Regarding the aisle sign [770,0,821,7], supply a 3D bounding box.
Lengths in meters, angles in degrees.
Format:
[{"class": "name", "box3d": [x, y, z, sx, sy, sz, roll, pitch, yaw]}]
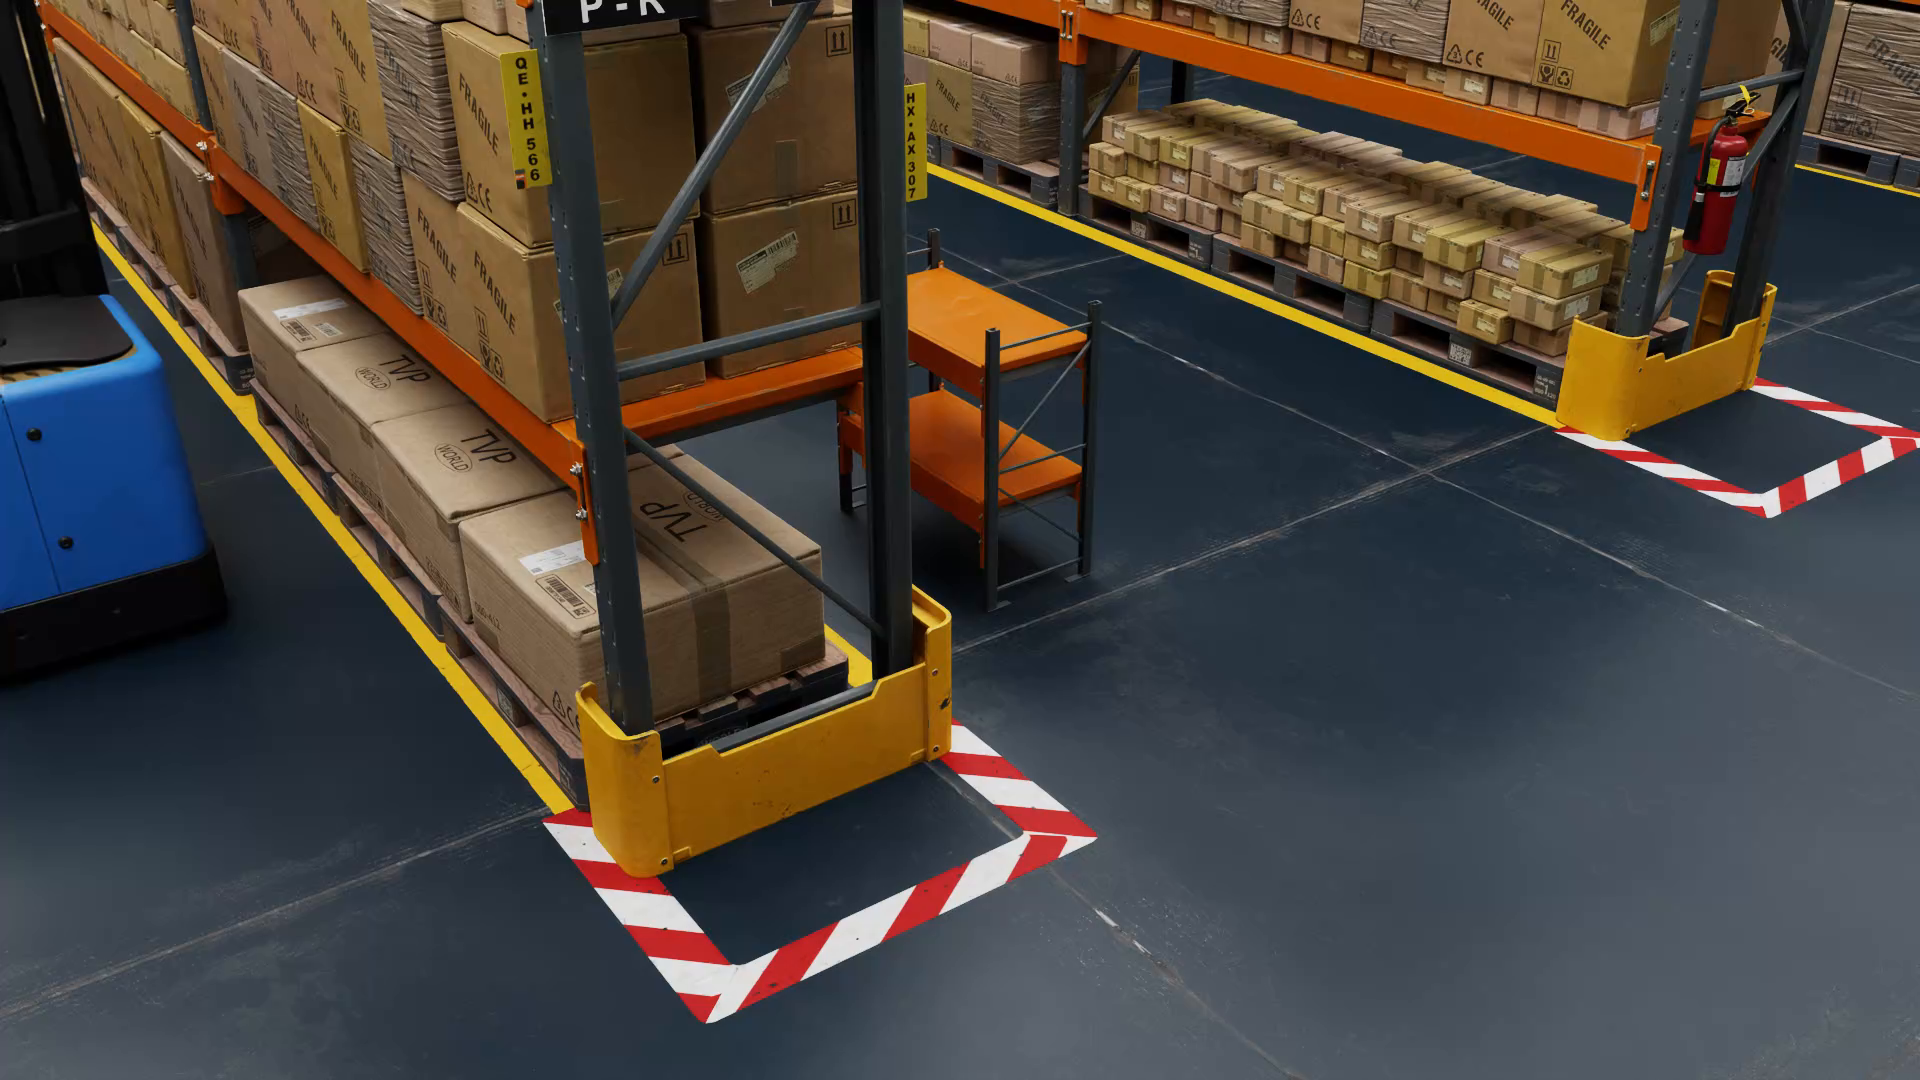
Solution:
[{"class": "aisle sign", "box3d": [-0.313, -1.738, 4.084, 0.394, 0.787, 0.004, -19, 34, -31]}]

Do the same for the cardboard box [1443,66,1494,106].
[{"class": "cardboard box", "box3d": [2.525, -2.184, 7.892, 0.380, 0.149, 0.250, -18, 33, -29]}]

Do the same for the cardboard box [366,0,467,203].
[{"class": "cardboard box", "box3d": [-1.392, -1.343, 4.928, 0.500, 0.500, 0.500, -19, 34, -30]}]

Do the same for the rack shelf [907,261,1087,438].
[{"class": "rack shelf", "box3d": [0.004, -0.749, 6.337, 0.538, 0.278, 1.000, -19, 34, -31]}]

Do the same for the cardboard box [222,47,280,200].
[{"class": "cardboard box", "box3d": [-2.564, -1.691, 6.615, 0.500, 0.500, 0.500, -19, 34, -30]}]

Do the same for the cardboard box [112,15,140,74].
[{"class": "cardboard box", "box3d": [-3.949, -2.537, 8.435, 0.500, 0.250, 0.500, -20, 34, -32]}]

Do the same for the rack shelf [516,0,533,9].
[{"class": "rack shelf", "box3d": [-1.751, -2.323, 5.495, 1.077, 0.370, 4.000, -19, 34, -31]}]

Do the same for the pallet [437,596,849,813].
[{"class": "pallet", "box3d": [-1.119, 0.393, 5.806, 1.003, 0.211, 1.213, -19, 34, -31]}]

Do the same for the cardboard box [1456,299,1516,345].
[{"class": "cardboard box", "box3d": [2.675, -1.104, 8.186, 0.380, 0.149, 0.250, -18, 33, -29]}]

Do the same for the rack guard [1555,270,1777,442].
[{"class": "rack guard", "box3d": [3.338, -0.884, 7.854, 1.175, 0.500, 0.348, -19, 34, -31]}]

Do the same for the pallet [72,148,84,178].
[{"class": "pallet", "box3d": [-5.684, -2.732, 11.560, 1.003, 0.211, 1.213, -19, 34, -31]}]

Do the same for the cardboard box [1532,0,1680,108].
[{"class": "cardboard box", "box3d": [2.912, -2.231, 7.299, 0.500, 0.500, 0.500, -18, 33, -30]}]

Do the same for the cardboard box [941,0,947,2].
[{"class": "cardboard box", "box3d": [-0.064, -3.890, 12.163, 0.500, 0.250, 0.500, -18, 33, -30]}]

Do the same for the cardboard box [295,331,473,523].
[{"class": "cardboard box", "box3d": [-2.115, -0.535, 6.838, 0.875, 0.438, 0.875, -20, 34, -32]}]

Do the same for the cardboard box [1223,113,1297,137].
[{"class": "cardboard box", "box3d": [1.811, -2.452, 10.045, 0.380, 0.149, 0.250, -19, 34, -31]}]

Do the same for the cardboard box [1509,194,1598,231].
[{"class": "cardboard box", "box3d": [3.055, -1.651, 8.571, 0.380, 0.149, 0.250, -19, 34, -31]}]

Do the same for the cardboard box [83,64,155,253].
[{"class": "cardboard box", "box3d": [-4.385, -2.265, 9.564, 0.875, 0.875, 0.875, -18, 33, -30]}]

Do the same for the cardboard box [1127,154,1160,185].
[{"class": "cardboard box", "box3d": [1.232, -2.268, 10.018, 0.380, 0.149, 0.250, -19, 34, -30]}]

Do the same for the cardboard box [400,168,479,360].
[{"class": "cardboard box", "box3d": [-1.366, -0.901, 5.161, 0.500, 0.500, 0.500, -20, 34, -32]}]

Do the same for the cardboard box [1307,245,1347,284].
[{"class": "cardboard box", "box3d": [2.097, -1.516, 8.946, 0.380, 0.149, 0.250, -18, 33, -30]}]

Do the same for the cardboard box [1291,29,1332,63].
[{"class": "cardboard box", "box3d": [1.957, -2.607, 8.671, 0.380, 0.149, 0.250, -17, 33, -29]}]

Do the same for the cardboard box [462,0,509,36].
[{"class": "cardboard box", "box3d": [-1.129, -1.488, 4.515, 0.380, 0.149, 0.250, -18, 33, -30]}]

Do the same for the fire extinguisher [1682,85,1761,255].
[{"class": "fire extinguisher", "box3d": [3.152, -1.530, 6.895, 0.296, 0.674, 0.183, -19, 34, -31]}]

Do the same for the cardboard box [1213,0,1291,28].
[{"class": "cardboard box", "box3d": [1.700, -3.024, 8.759, 0.500, 0.500, 0.500, -20, 34, -32]}]

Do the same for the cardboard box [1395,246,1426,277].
[{"class": "cardboard box", "box3d": [2.469, -1.476, 8.561, 0.380, 0.149, 0.250, -19, 34, -31]}]

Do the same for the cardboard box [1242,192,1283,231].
[{"class": "cardboard box", "box3d": [1.792, -1.848, 9.245, 0.380, 0.149, 0.250, -19, 34, -31]}]

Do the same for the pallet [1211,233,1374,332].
[{"class": "pallet", "box3d": [2.192, -1.557, 9.395, 1.003, 0.211, 1.213, -19, 34, -31]}]

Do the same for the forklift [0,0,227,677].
[{"class": "forklift", "box3d": [-3.985, -1.408, 6.272, 1.130, 2.935, 3.031, -19, 34, -31]}]

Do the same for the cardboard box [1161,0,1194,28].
[{"class": "cardboard box", "box3d": [1.368, -3.028, 9.446, 0.380, 0.149, 0.250, -20, 35, -33]}]

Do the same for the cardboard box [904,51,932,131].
[{"class": "cardboard box", "box3d": [-0.164, -3.212, 11.701, 0.500, 0.500, 0.500, -20, 34, -32]}]

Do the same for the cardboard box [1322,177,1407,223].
[{"class": "cardboard box", "box3d": [2.154, -1.801, 8.848, 0.380, 0.149, 0.250, -20, 34, -32]}]

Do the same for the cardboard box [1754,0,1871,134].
[{"class": "cardboard box", "box3d": [6.001, -3.464, 11.772, 0.875, 0.875, 0.875, -19, 34, -31]}]

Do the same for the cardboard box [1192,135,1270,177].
[{"class": "cardboard box", "box3d": [1.561, -2.207, 9.594, 0.380, 0.149, 0.250, -20, 34, -32]}]

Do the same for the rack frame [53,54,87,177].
[{"class": "rack frame", "box3d": [-5.232, -3.654, 10.334, 1.000, 3.000, 0.127, -19, 34, -31]}]

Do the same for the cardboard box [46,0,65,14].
[{"class": "cardboard box", "box3d": [-5.153, -3.328, 9.892, 0.500, 0.250, 0.500, -19, 34, -31]}]

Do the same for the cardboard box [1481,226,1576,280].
[{"class": "cardboard box", "box3d": [2.770, -1.396, 8.100, 0.380, 0.149, 0.250, -18, 33, -30]}]

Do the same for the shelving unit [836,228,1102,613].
[{"class": "shelving unit", "box3d": [0.004, -0.492, 6.477, 0.538, 1.125, 1.048, -19, 34, -31]}]

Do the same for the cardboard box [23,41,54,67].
[{"class": "cardboard box", "box3d": [-6.421, -3.487, 12.341, 0.950, 0.372, 0.625, -18, 33, -29]}]

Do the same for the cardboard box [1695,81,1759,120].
[{"class": "cardboard box", "box3d": [3.461, -2.059, 7.662, 0.380, 0.149, 0.250, -19, 34, -31]}]

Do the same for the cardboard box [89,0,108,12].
[{"class": "cardboard box", "box3d": [-4.278, -2.943, 8.659, 0.500, 0.250, 0.500, -18, 33, -30]}]

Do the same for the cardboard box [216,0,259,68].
[{"class": "cardboard box", "box3d": [-2.545, -2.132, 6.379, 0.500, 0.500, 0.500, -19, 34, -31]}]

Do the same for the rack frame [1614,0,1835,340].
[{"class": "rack frame", "box3d": [3.382, -1.953, 7.203, 1.000, 3.000, 0.127, -19, 34, -31]}]

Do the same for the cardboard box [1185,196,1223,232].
[{"class": "cardboard box", "box3d": [1.540, -1.939, 9.724, 0.380, 0.149, 0.250, -20, 34, -32]}]

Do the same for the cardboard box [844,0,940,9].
[{"class": "cardboard box", "box3d": [-0.485, -3.751, 11.906, 0.500, 0.250, 0.500, -18, 34, -30]}]

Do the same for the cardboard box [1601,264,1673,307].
[{"class": "cardboard box", "box3d": [3.288, -1.290, 8.218, 0.380, 0.149, 0.250, -17, 33, -29]}]

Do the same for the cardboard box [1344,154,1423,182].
[{"class": "cardboard box", "box3d": [2.352, -2.021, 9.253, 0.380, 0.149, 0.250, -19, 34, -31]}]
